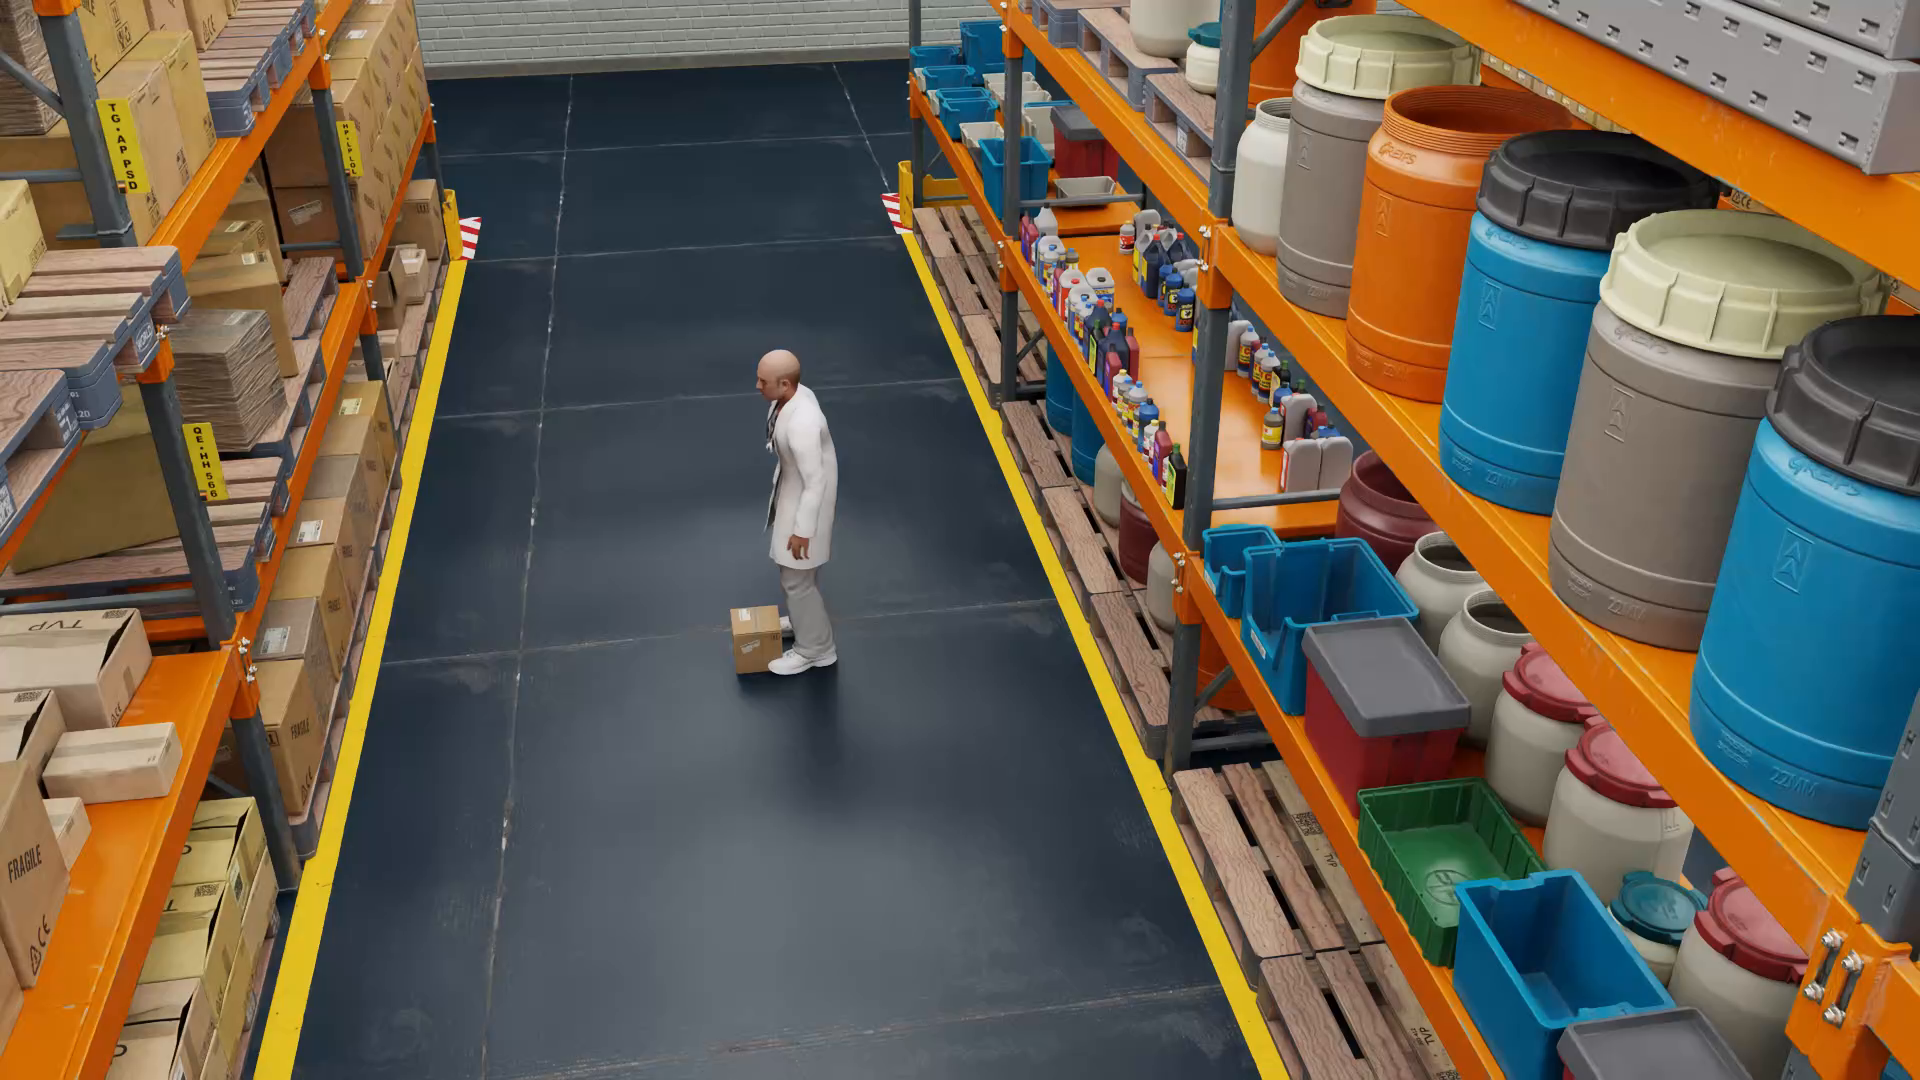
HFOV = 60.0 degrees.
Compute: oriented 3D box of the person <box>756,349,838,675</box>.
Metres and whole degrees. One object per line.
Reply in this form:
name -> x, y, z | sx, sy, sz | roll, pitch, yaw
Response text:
person -> -0.828, -0.153, 8.419 | 0.424, 1.774, 0.653 | -7, 31, -12
